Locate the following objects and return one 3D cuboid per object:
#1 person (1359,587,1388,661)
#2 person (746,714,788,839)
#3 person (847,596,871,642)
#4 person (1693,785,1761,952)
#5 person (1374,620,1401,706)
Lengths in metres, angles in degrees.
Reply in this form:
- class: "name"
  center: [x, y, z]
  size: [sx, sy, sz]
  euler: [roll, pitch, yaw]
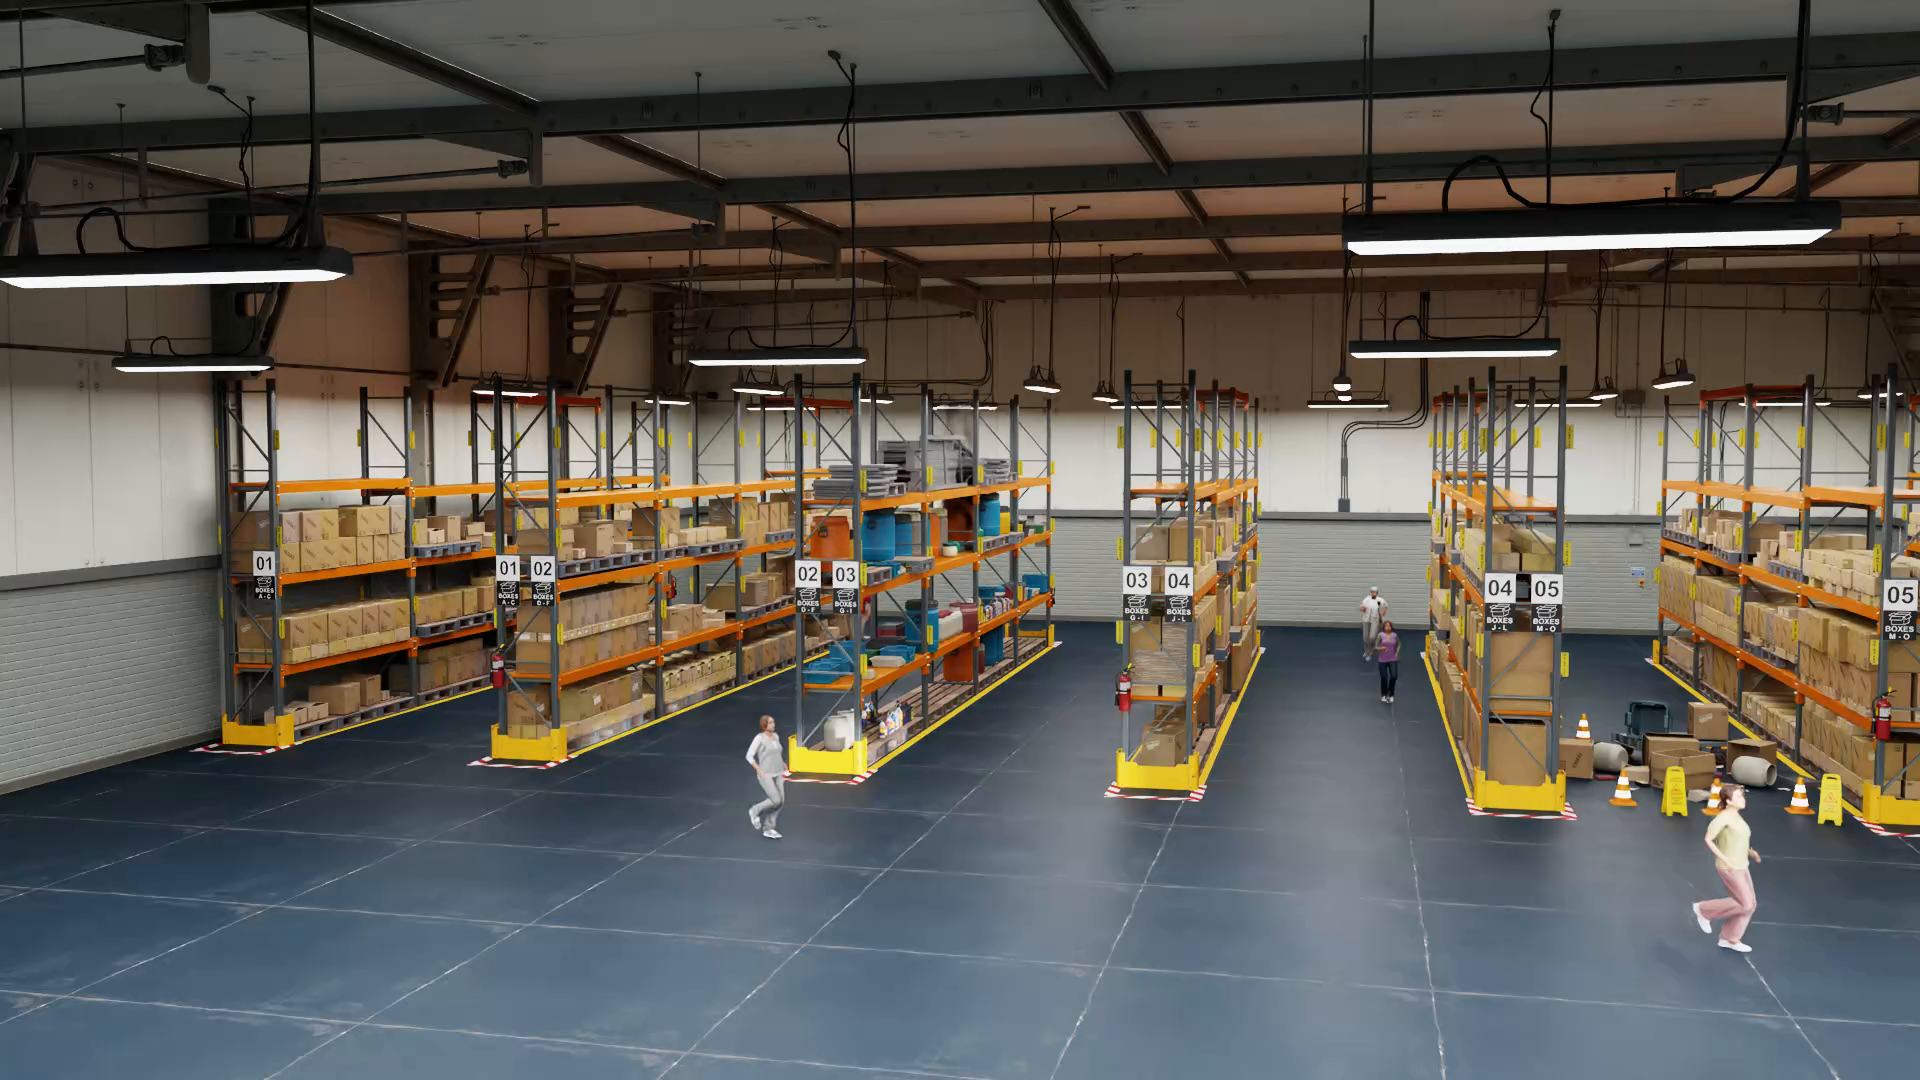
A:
- class: "person"
  center: [9.423, 1.918, 37.965]
  size: [0.603, 1.725, 0.716]
  euler: [2, 4, 29]
- class: "person"
  center: [-2.399, 2.973, 20.918]
  size: [0.512, 1.552, 0.507]
  euler: [3, 4, 38]
- class: "person"
  center: [-2.230, 1.762, 35.580]
  size: [0.655, 1.790, 0.661]
  euler: [1, 3, 9]
- class: "person"
  center: [7.557, 3.213, 16.374]
  size: [0.586, 1.626, 0.562]
  euler: [-3, 5, -44]
- class: "person"
  center: [8.088, 2.323, 31.409]
  size: [0.514, 1.614, 0.635]
  euler: [0, 3, 7]
